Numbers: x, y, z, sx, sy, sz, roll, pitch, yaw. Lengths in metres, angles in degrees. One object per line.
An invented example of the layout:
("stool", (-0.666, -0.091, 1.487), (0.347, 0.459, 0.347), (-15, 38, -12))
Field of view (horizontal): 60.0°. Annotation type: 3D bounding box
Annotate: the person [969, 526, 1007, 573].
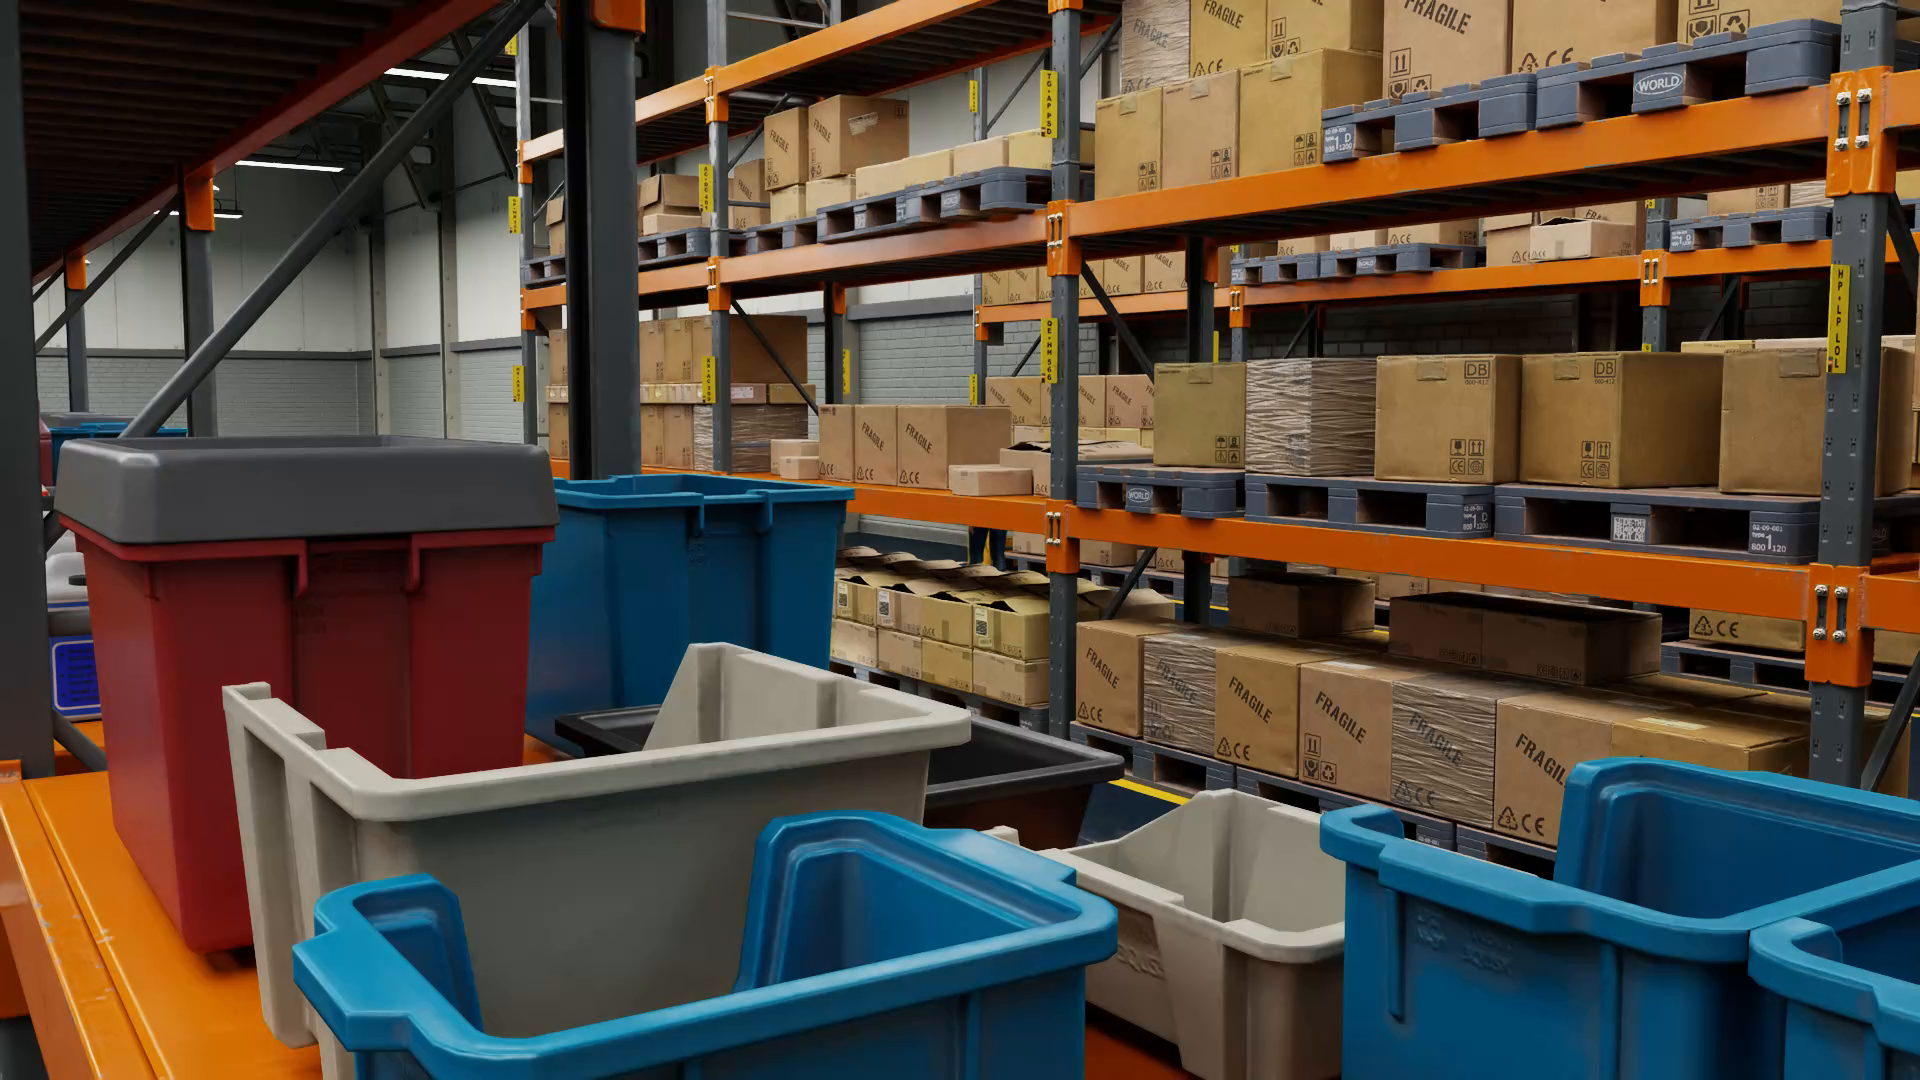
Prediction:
("person", (0.226, -0.187, 14.458), (0.430, 1.602, 0.479), (-3, 6, -33))
